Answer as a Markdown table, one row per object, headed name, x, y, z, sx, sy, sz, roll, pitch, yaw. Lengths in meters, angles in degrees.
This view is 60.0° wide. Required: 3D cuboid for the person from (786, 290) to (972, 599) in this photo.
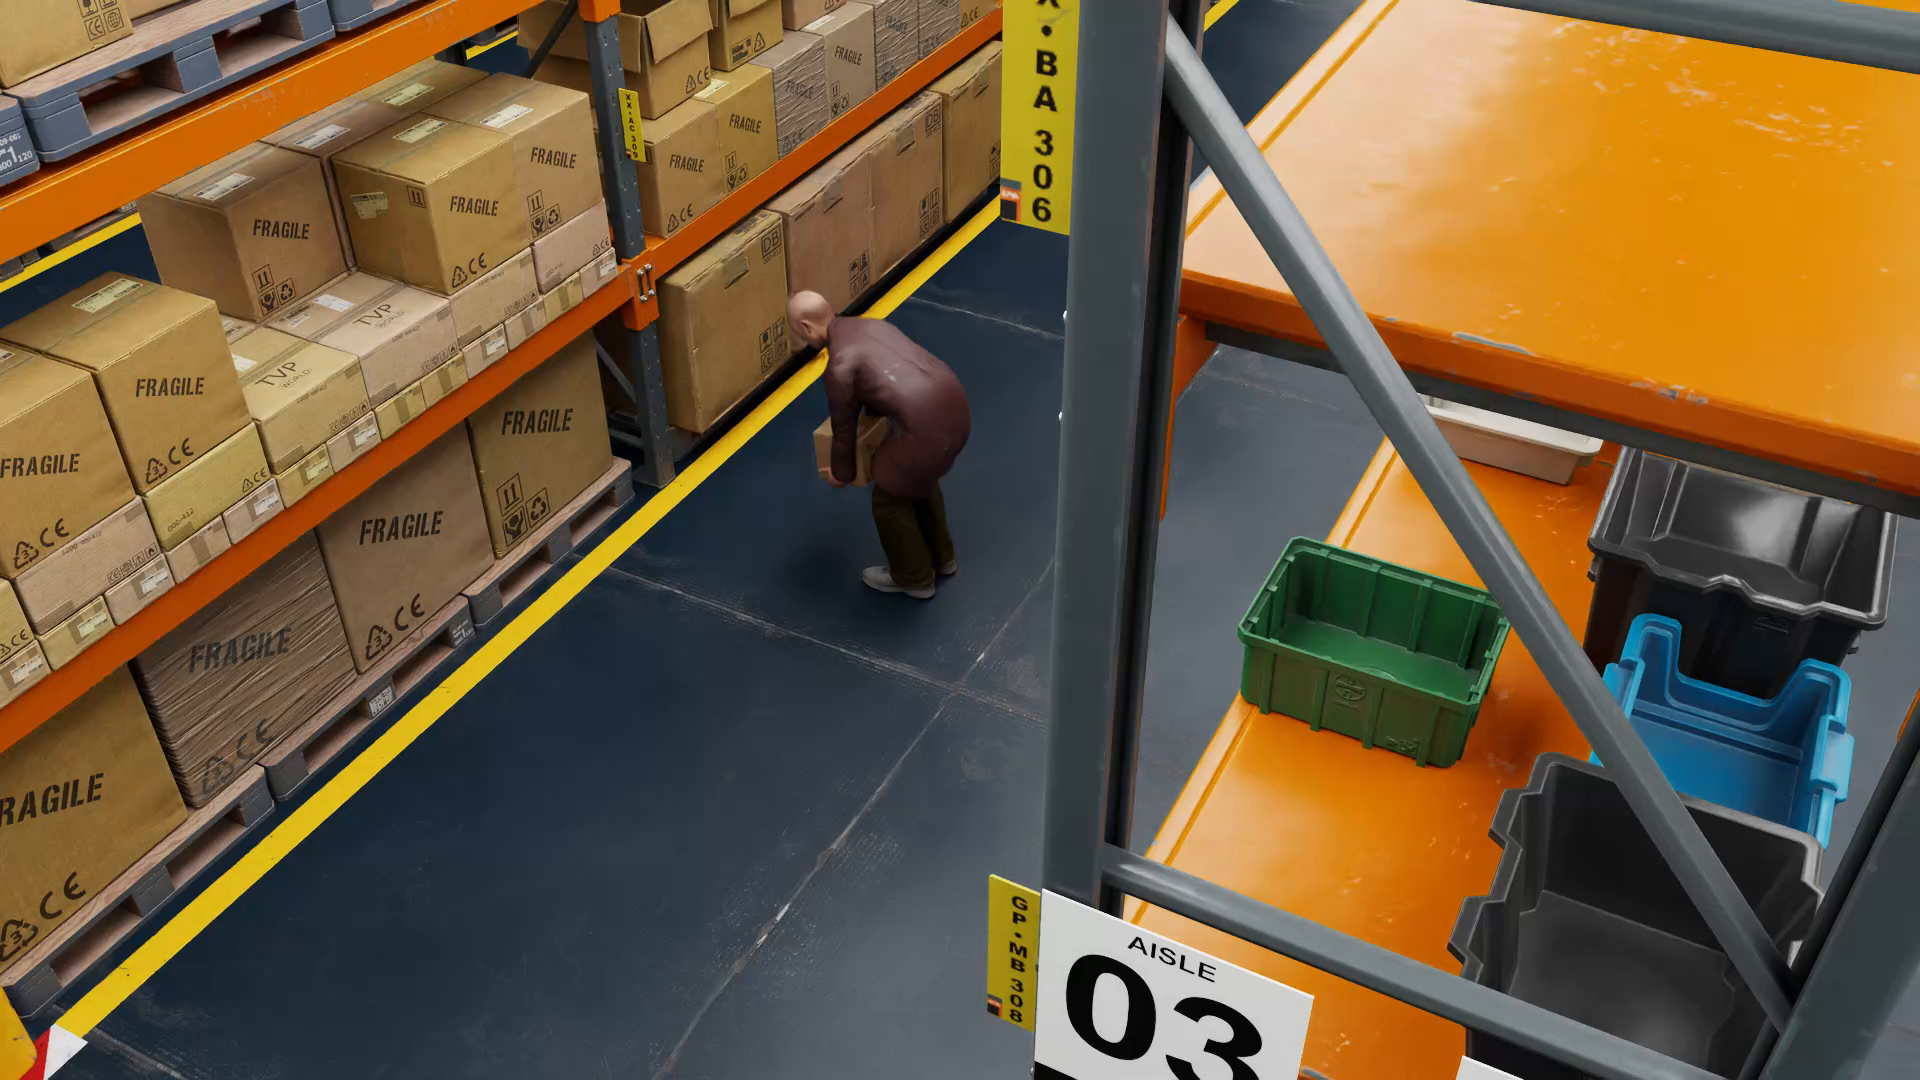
| name | x | y | z | sx | sy | sz | roll | pitch | yaw |
| --- | --- | --- | --- | --- | --- | --- | --- | --- | --- |
| person | -0.367 | -0.437 | 7.618 | 0.859 | 1.435 | 0.541 | 17 | 40 | 20 |
